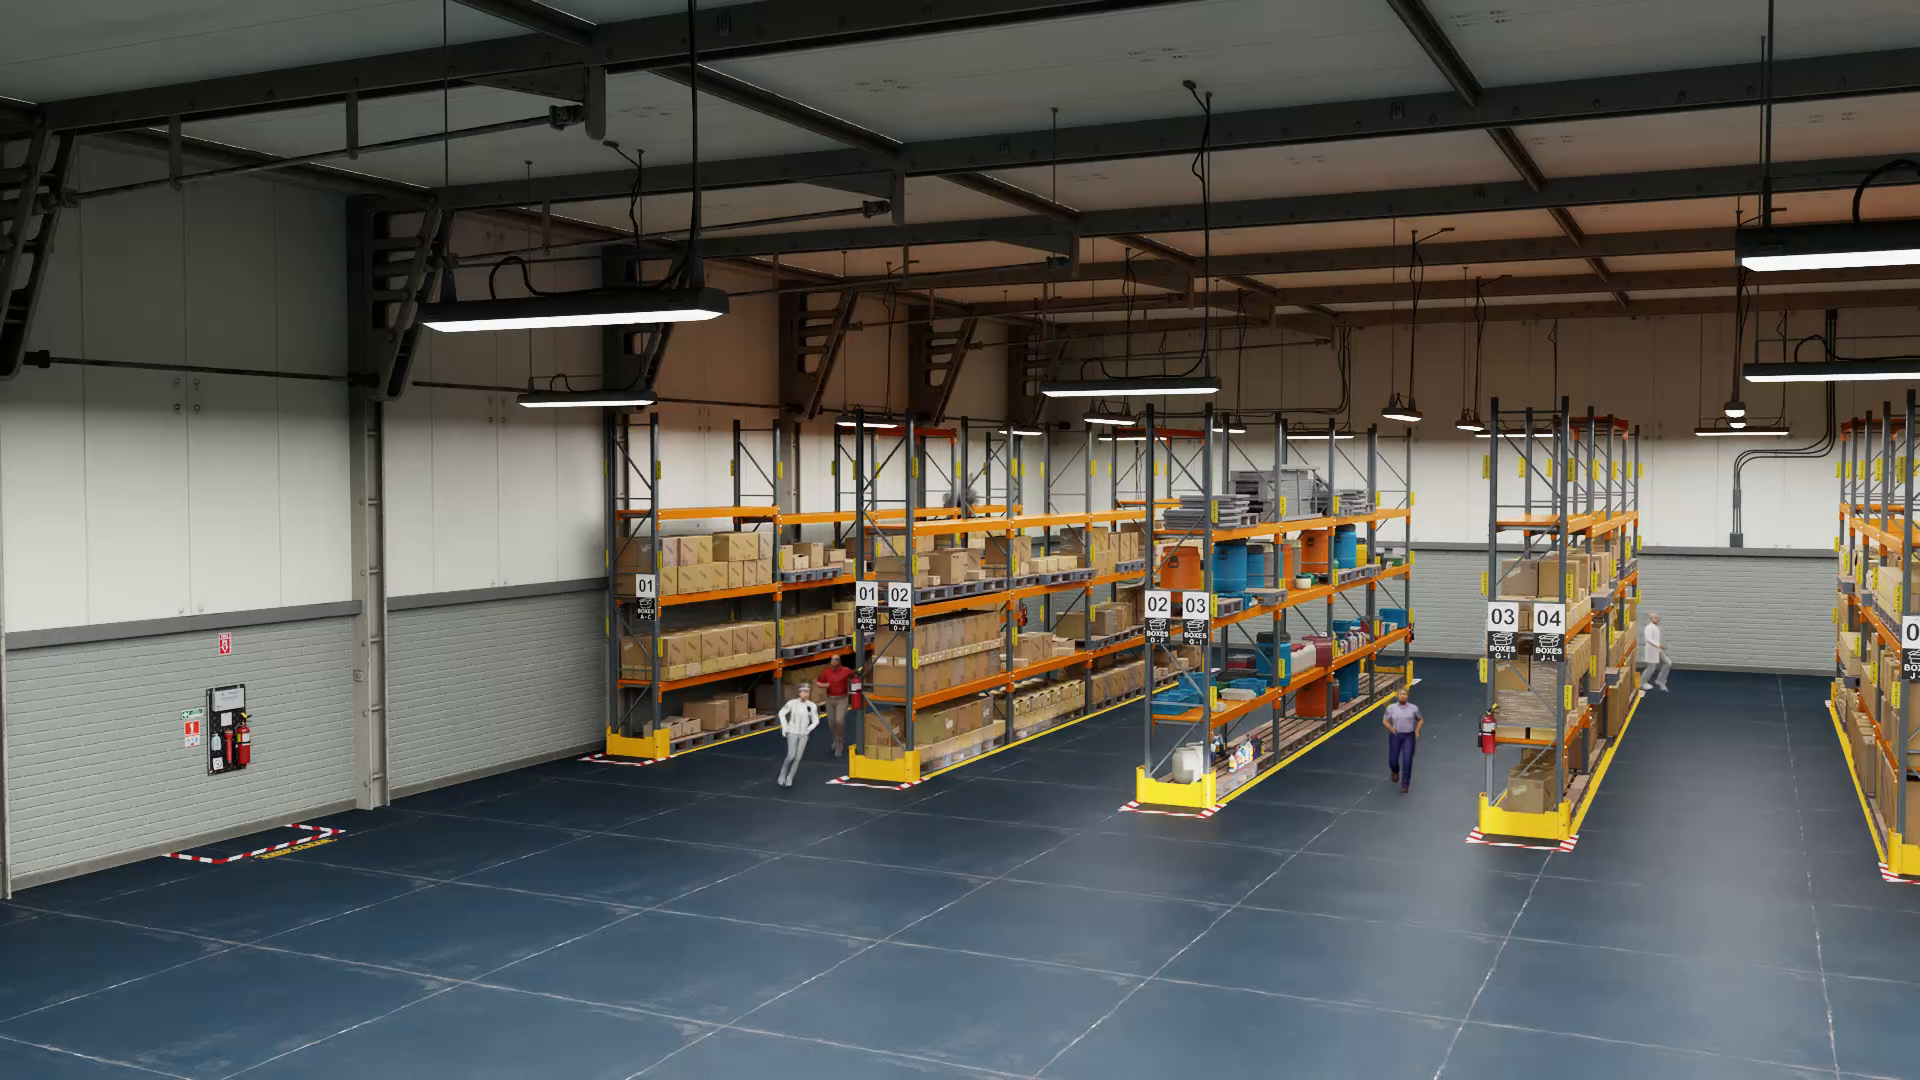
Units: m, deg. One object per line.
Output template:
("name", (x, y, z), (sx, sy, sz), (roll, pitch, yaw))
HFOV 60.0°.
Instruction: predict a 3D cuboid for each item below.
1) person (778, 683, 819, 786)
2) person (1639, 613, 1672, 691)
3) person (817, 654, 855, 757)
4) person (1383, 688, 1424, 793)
("person", (-2.538, 3.074, 26.229), (0.651, 1.632, 0.534), (-1, 2, -16))
("person", (15.742, 2.601, 37.809), (0.735, 1.724, 0.729), (2, 3, 43))
("person", (-2.187, 2.898, 29.401), (0.664, 1.793, 0.847), (0, 2, 10))
("person", (6.917, 3.108, 25.954), (0.613, 1.599, 0.709), (1, 2, 16))
